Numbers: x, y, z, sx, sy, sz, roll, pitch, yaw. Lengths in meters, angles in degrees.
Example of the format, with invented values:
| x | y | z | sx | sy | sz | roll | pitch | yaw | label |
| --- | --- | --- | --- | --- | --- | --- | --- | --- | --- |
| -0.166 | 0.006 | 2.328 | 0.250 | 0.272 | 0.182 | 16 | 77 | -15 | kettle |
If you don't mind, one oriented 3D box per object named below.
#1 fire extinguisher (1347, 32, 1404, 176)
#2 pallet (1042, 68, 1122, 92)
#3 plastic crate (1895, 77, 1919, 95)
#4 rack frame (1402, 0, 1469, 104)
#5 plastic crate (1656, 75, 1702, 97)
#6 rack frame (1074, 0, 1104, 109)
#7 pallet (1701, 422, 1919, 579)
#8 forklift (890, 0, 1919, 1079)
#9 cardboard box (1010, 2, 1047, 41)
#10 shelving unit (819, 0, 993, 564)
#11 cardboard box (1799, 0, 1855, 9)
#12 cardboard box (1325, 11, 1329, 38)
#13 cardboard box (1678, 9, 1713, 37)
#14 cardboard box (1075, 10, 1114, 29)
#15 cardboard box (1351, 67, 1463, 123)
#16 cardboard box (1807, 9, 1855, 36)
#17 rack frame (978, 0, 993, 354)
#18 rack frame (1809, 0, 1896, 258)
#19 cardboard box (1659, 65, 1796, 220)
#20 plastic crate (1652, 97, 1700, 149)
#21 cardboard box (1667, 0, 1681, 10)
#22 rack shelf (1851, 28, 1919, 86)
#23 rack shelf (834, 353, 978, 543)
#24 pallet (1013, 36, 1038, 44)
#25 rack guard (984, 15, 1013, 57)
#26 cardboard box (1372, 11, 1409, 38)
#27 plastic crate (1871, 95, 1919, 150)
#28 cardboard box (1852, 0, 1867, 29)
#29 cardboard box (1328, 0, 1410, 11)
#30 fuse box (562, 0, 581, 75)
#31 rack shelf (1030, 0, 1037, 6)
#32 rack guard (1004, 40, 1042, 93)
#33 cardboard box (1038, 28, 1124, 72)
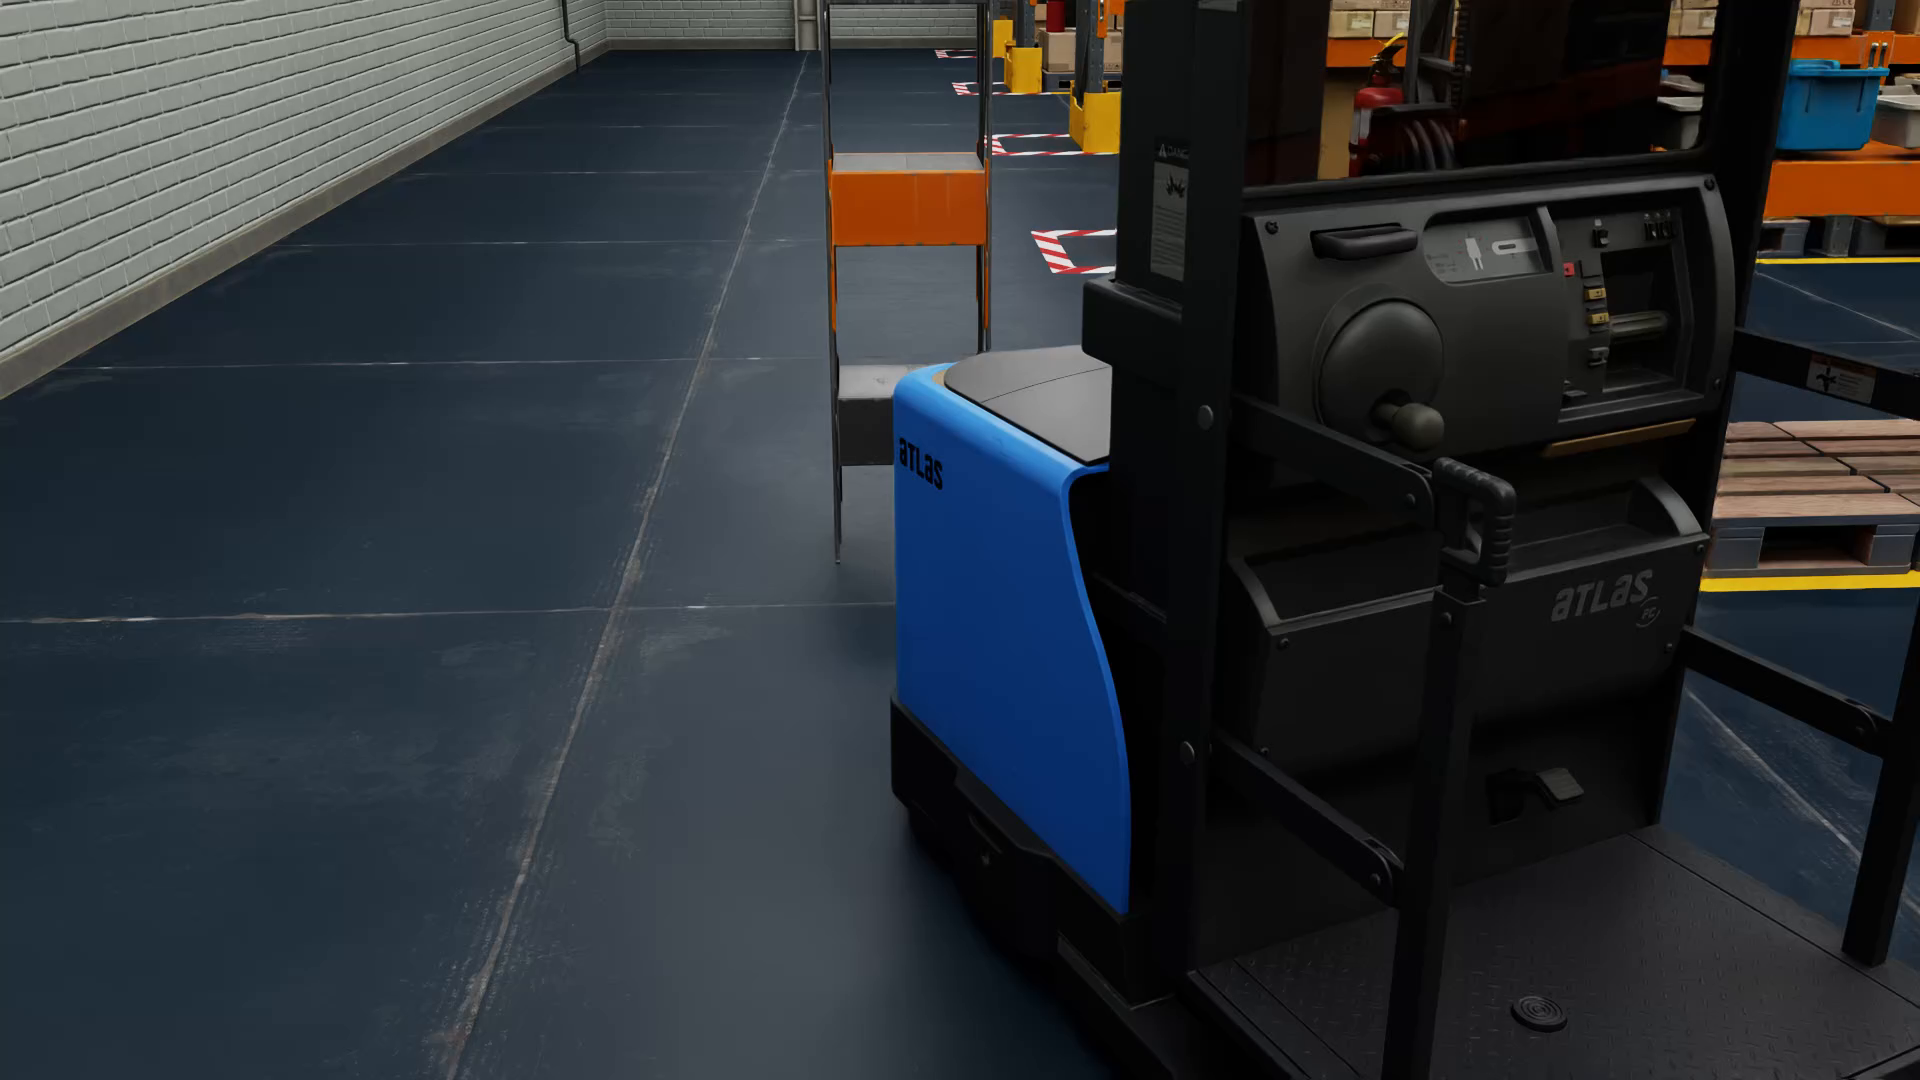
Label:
| x | y | z | sx | sy | sz | roll | pitch | yaw | label |
| --- | --- | --- | --- | --- | --- | --- | --- | --- | --- |
| 1.432 | -1.403 | 5.723 | 0.183 | 0.674 | 0.296 | -1 | 21 | -3 | fire extinguisher |
| 1.554 | -5.476 | 19.706 | 1.213 | 0.211 | 1.003 | -1 | 21 | -3 | pallet |
| 3.274 | -1.468 | 5.548 | 0.250 | 0.136 | 0.298 | -1 | 21 | -3 | plastic crate |
| 1.608 | -1.455 | 5.227 | 0.127 | 3.000 | 1.000 | -1 | 21 | -3 | rack frame |
| 2.412 | -1.441 | 5.476 | 0.243 | 0.136 | 0.396 | -1 | 21 | -3 | plastic crate |
| 1.143 | -4.978 | 14.481 | 0.127 | 3.000 | 1.000 | -1 | 21 | -3 | rack frame |
| 2.434 | -0.155 | 5.731 | 1.213 | 0.211 | 1.003 | -1 | 21 | -3 | pallet |
| 0.947 | -0.342 | 2.400 | 1.130 | 2.935 | 3.031 | -10 | 23 | -25 | forklift |
| 1.089 | -7.506 | 24.039 | 0.637 | 0.503 | 0.797 | -2 | 21 | -5 | cardboard box |
| -0.165 | -0.978 | 5.239 | 0.503 | 2.100 | 0.431 | -1 | 21 | -3 | shelving unit |
| 4.893 | -3.262 | 9.767 | 0.500 | 0.250 | 0.500 | -2 | 21 | -4 | cardboard box |
| 1.955 | -2.993 | 9.619 | 0.250 | 0.149 | 0.380 | -1 | 21 | -4 | cardboard box |
| 4.263 | -3.040 | 9.743 | 0.250 | 0.149 | 0.380 | -1 | 21 | -2 | cardboard box |
| 1.945 | -7.508 | 24.049 | 0.500 | 0.500 | 0.700 | 0 | 21 | -1 | cardboard box |
| 2.869 | -2.478 | 10.309 | 0.875 | 0.875 | 0.875 | -1 | 21 | -3 | cardboard box |
| 5.034 | -3.056 | 9.784 | 0.250 | 0.149 | 0.380 | -1 | 21 | -3 | cardboard box |
| 0.078 | -0.983 | 5.252 | 0.015 | 2.100 | 0.400 | -1 | 21 | -3 | rack frame |
| 5.319 | -3.296 | 10.062 | 0.127 | 3.000 | 1.000 | -1 | 21 | -3 | rack frame |
| 4.656 | -2.514 | 10.404 | 0.875 | 0.875 | 0.875 | -1 | 21 | -3 | cardboard box |
| 2.199 | -1.225 | 4.909 | 0.298 | 0.136 | 0.250 | -1 | 21 | -3 | plastic crate |
| 3.867 | -3.241 | 9.710 | 0.500 | 0.250 | 0.500 | -1 | 21 | -2 | cardboard box |
| 7.316 | -3.000 | 10.296 | 4.000 | 0.370 | 1.077 | -1 | 21 | -3 | rack shelf |
| -0.165 | -0.311 | 5.492 | 0.480 | 0.518 | 0.431 | -1 | 21 | -3 | rack shelf |
| 1.345 | -7.213 | 24.269 | 1.213 | 0.211 | 1.003 | -1 | 21 | -3 | pallet |
| 0.549 | -7.331 | 24.174 | 0.348 | 0.500 | 1.175 | -1 | 21 | -3 | rack guard |
| 2.471 | -3.004 | 9.648 | 0.250 | 0.149 | 0.380 | -1 | 21 | -4 | cardboard box |
| 2.876 | -1.239 | 4.945 | 0.298 | 0.136 | 0.250 | -1 | 21 | -3 | plastic crate |
| 5.771 | -3.449 | 10.324 | 0.500 | 0.500 | 0.500 | -1 | 21 | -3 | cardboard box |
| 2.339 | -3.210 | 9.630 | 0.500 | 0.250 | 0.500 | -1 | 21 | -4 | cardboard box |
| -4.842 | -6.759 | 20.969 | 0.414 | 1.711 | 0.539 | -1 | 21 | -3 | fuse box |
| 2.757 | -6.439 | 19.329 | 4.000 | 0.370 | 1.077 | -1 | 21 | -3 | rack shelf |
| 0.736 | -5.566 | 19.538 | 0.348 | 0.500 | 1.175 | -1 | 21 | -3 | rack guard |
| 1.413 | -5.783 | 19.604 | 0.875 | 0.438 | 0.875 | -2 | 21 | -5 | cardboard box |
